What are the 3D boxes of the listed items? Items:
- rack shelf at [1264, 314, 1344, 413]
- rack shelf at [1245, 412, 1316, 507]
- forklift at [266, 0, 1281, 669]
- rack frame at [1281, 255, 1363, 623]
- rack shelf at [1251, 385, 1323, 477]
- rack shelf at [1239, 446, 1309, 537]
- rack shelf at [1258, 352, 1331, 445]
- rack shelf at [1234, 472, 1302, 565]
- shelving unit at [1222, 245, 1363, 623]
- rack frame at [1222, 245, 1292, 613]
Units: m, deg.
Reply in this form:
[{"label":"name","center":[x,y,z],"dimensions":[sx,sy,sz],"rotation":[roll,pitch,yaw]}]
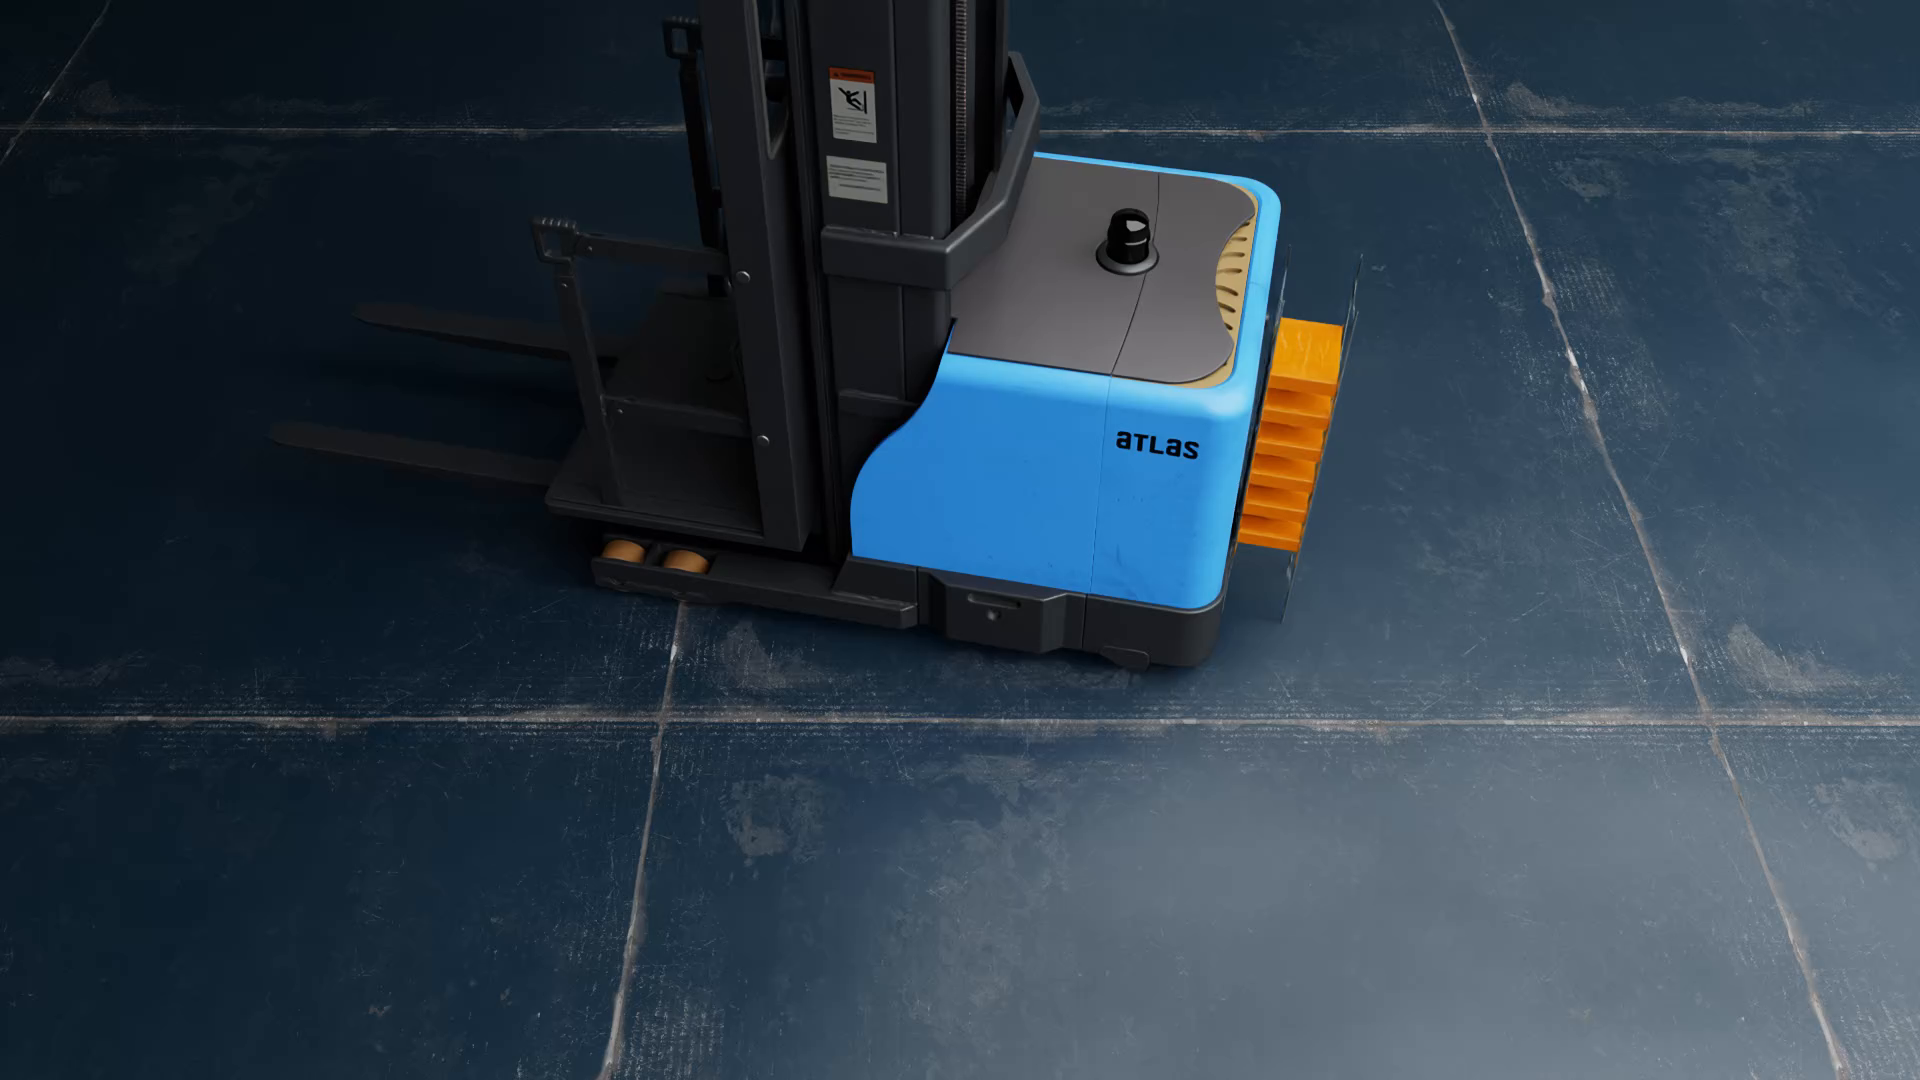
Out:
[{"label":"rack shelf","center":[0.920,-0.473,4.438],"dimensions":[0.180,0.103,0.258],"rotation":[9,48,8]},{"label":"rack shelf","center":[0.915,-0.229,4.702],"dimensions":[0.180,0.103,0.258],"rotation":[9,48,8]},{"label":"forklift","center":[-0.644,-1.177,4.344],"dimensions":[3.031,2.935,1.130],"rotation":[9,48,8]},{"label":"rack frame","center":[1.005,-0.244,4.657],"dimensions":[0.006,1.200,0.240],"rotation":[9,48,8]},{"label":"rack shelf","center":[0.917,-0.310,4.614],"dimensions":[0.180,0.103,0.258],"rotation":[9,48,8]},{"label":"rack shelf","center":[0.914,-0.147,4.790],"dimensions":[0.180,0.103,0.258],"rotation":[9,48,8]},{"label":"rack shelf","center":[0.918,-0.392,4.526],"dimensions":[0.180,0.103,0.258],"rotation":[9,48,8]},{"label":"rack shelf","center":[0.912,-0.066,4.878],"dimensions":[0.180,0.103,0.258],"rotation":[9,48,8]},{"label":"shelving unit","center":[0.916,-0.259,4.669],"dimensions":[0.189,1.200,0.258],"rotation":[9,48,8]},{"label":"rack frame","center":[0.826,-0.274,4.682],"dimensions":[0.006,1.200,0.240],"rotation":[9,48,8]}]
